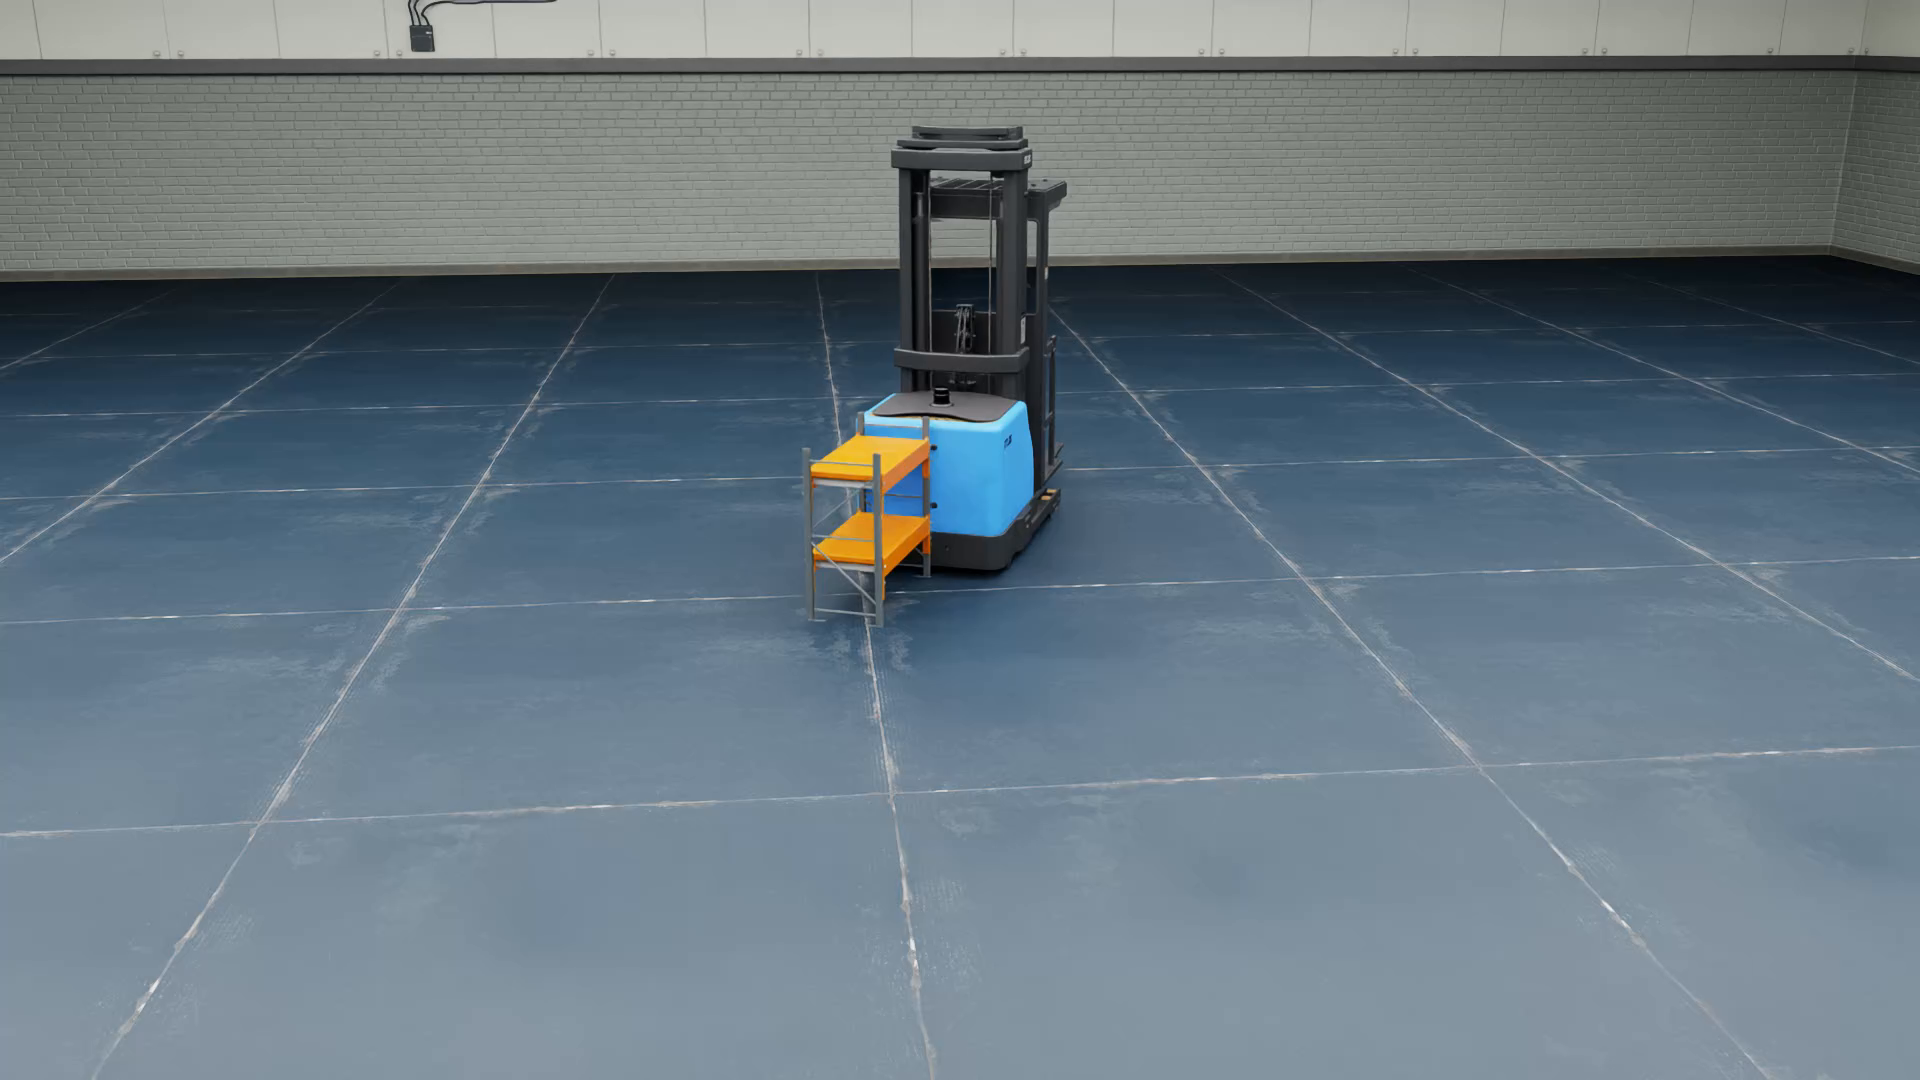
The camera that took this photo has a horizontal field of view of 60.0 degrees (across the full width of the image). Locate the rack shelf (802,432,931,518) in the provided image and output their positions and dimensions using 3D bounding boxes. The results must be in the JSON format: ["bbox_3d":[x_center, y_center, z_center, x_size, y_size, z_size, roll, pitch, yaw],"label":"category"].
[{"bbox_3d":[-0.585,-0.432,10.698,0.538,0.278,1.000,5,18,15],"label":"rack shelf"}]

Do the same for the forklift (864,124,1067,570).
[{"bbox_3d":[0.158,-1.596,12.369,1.130,2.935,3.031,5,18,14],"label":"forklift"}]

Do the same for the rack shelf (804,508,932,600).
[{"bbox_3d":[-0.585,0.081,10.859,0.538,0.278,1.000,5,18,15],"label":"rack shelf"}]

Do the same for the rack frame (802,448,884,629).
[{"bbox_3d":[-0.725,-0.006,10.319,0.500,1.125,0.032,5,18,15],"label":"rack frame"}]

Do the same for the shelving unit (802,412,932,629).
[{"bbox_3d":[-0.585,-0.153,10.786,0.538,1.125,1.048,5,18,15],"label":"shelving unit"}]

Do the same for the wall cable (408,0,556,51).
[{"bbox_3d":[-6.664,-9.870,22.913,2.305,6.003,0.169,-2,18,-6],"label":"wall cable"}]

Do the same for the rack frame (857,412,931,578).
[{"bbox_3d":[-0.446,-0.299,11.252,0.500,1.125,0.032,5,18,15],"label":"rack frame"}]
